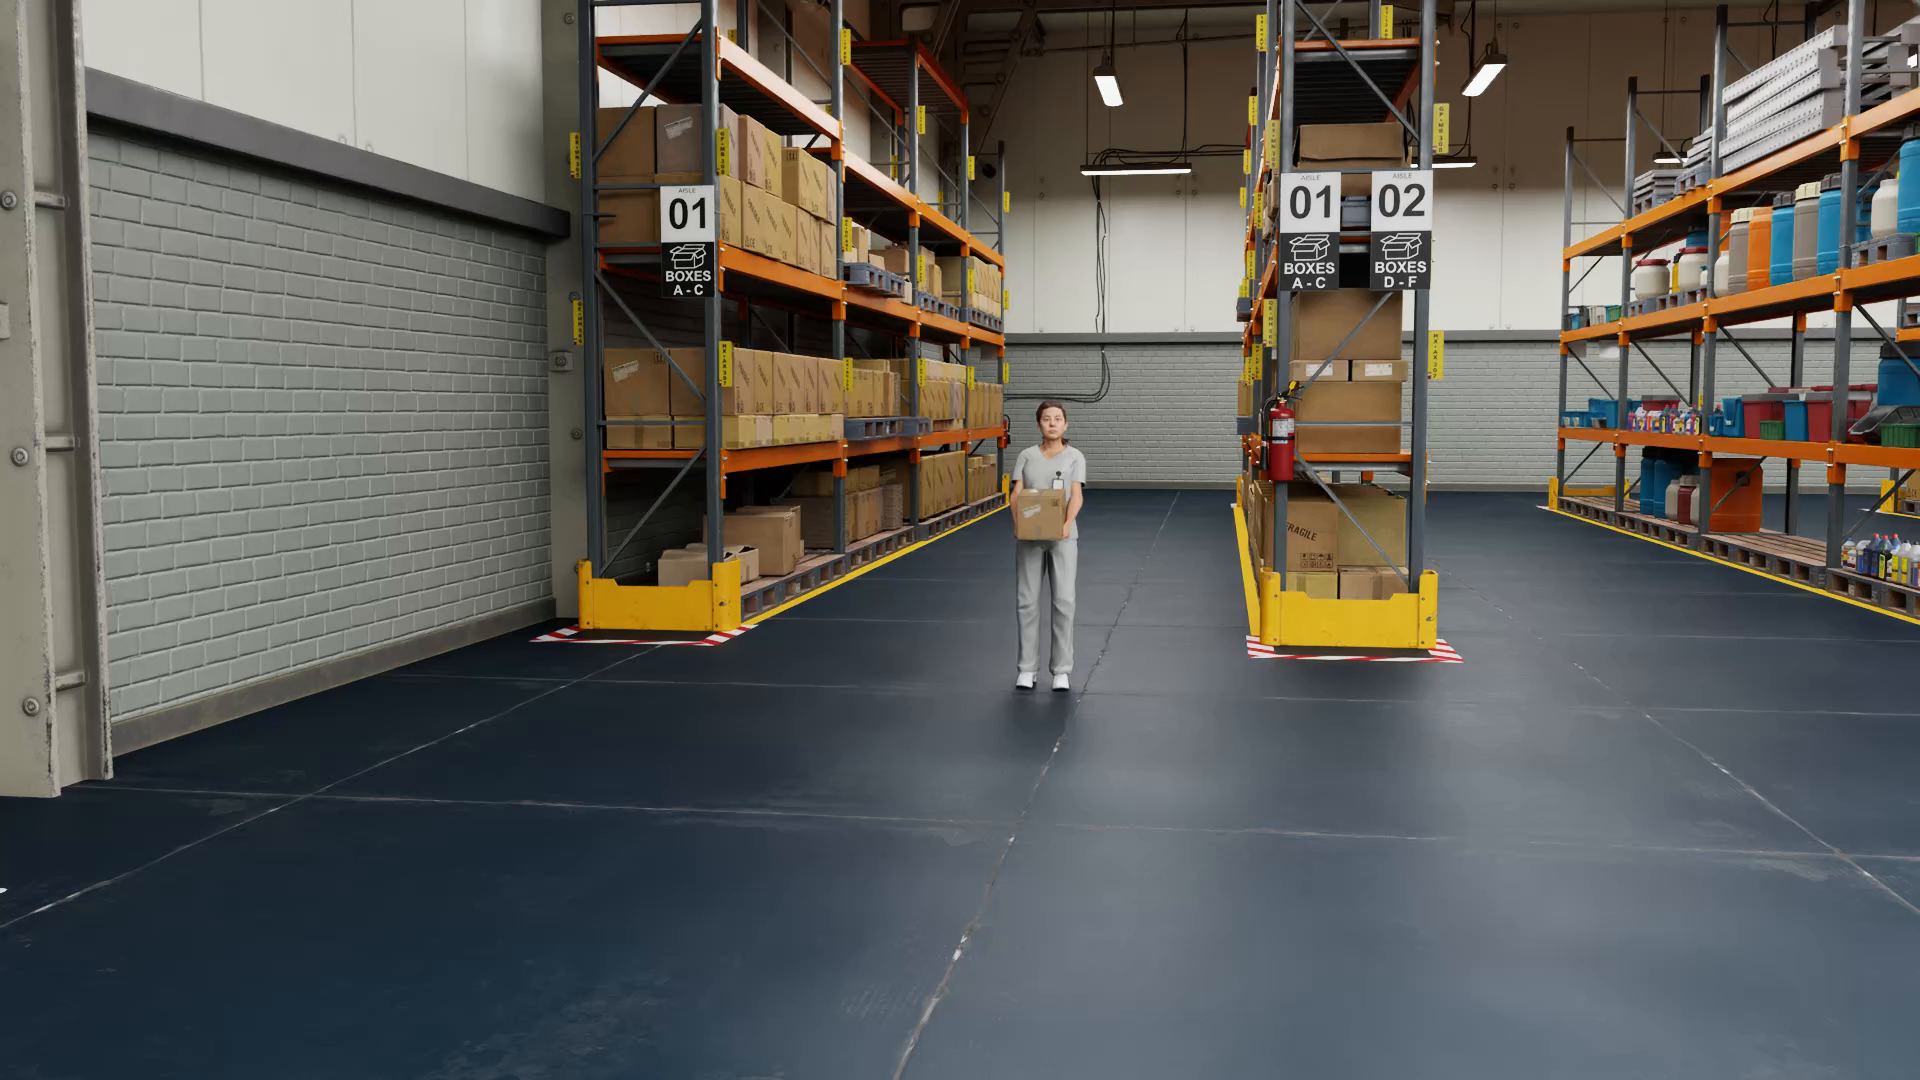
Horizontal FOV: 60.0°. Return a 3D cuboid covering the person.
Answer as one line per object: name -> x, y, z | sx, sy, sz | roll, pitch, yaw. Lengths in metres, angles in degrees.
person -> 0.504, 0.025, 9.632 | 0.437, 1.662, 0.555 | 1, 5, 10
